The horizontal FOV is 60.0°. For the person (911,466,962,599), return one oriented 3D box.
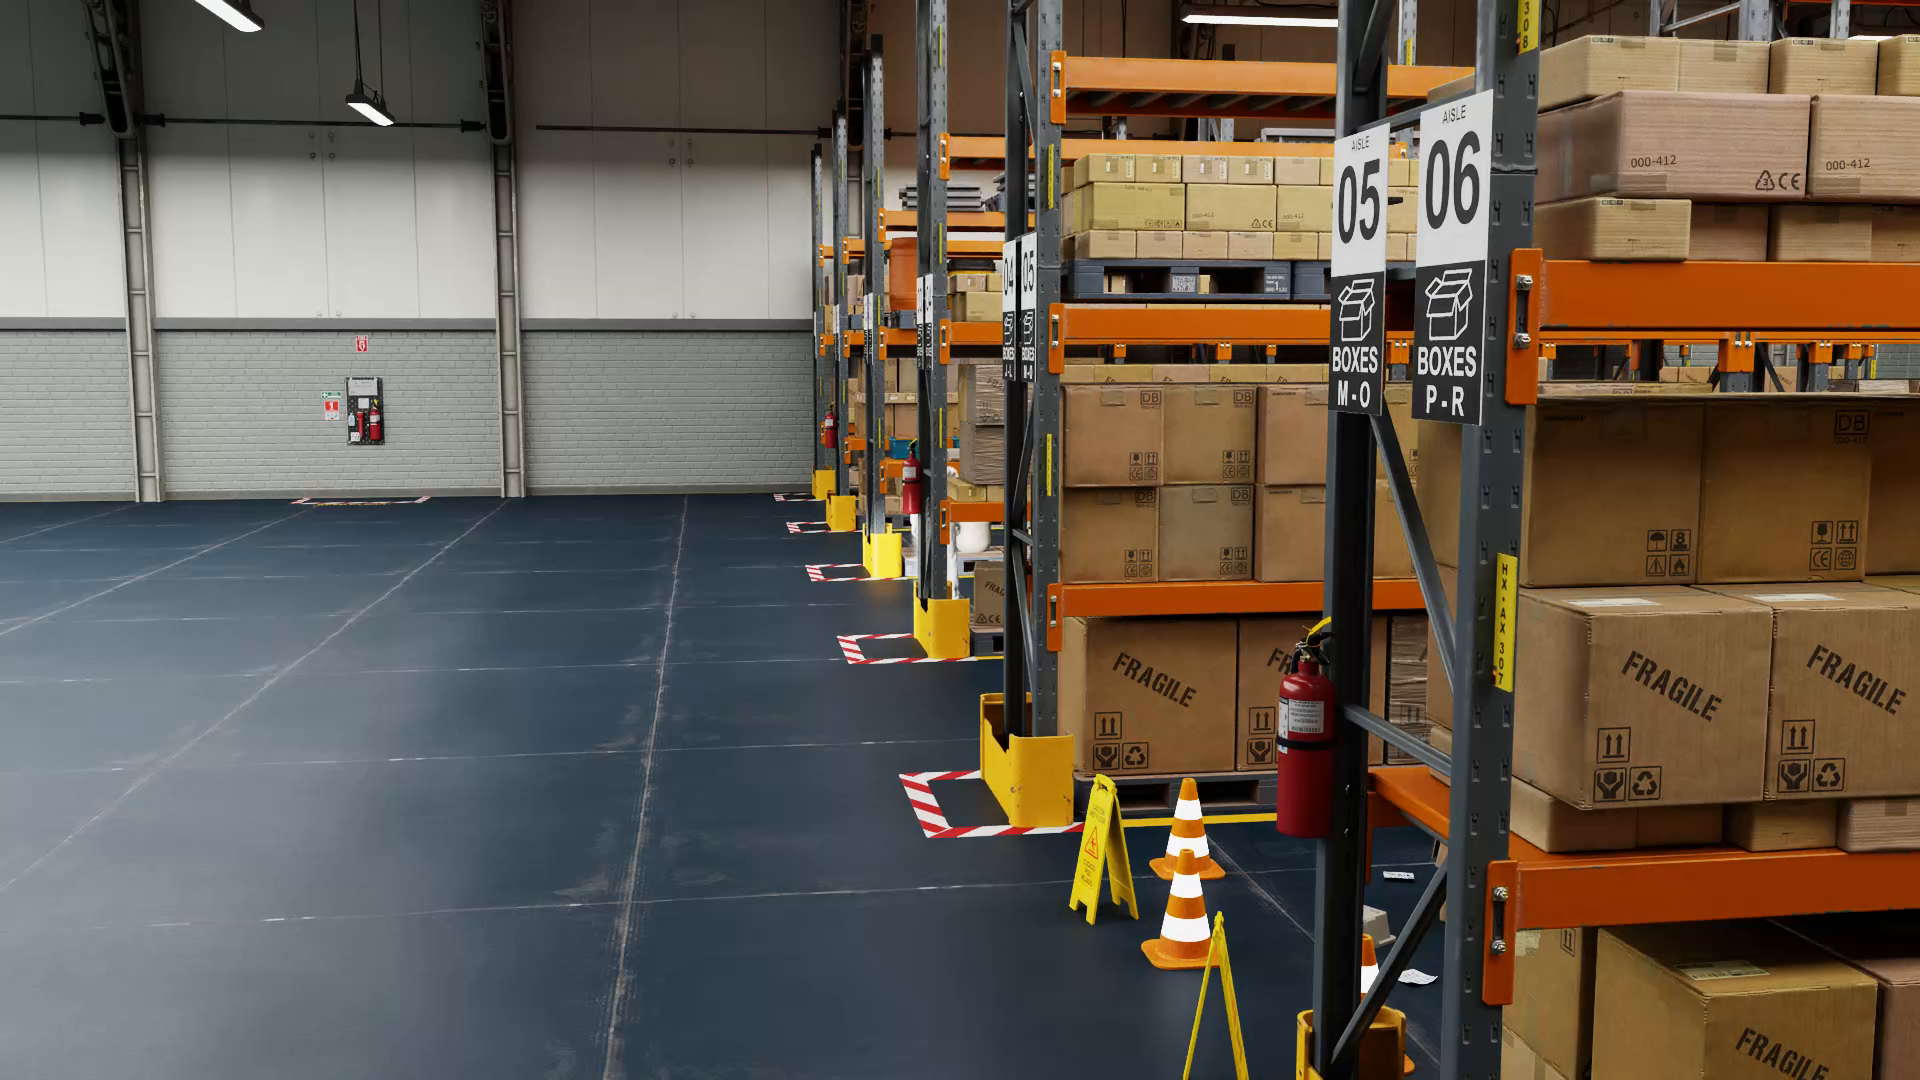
[{"bbox_3d":[-0.232,-0.165,16.748,0.535,1.663,0.404,-1,7,-10],"label":"person"}]
